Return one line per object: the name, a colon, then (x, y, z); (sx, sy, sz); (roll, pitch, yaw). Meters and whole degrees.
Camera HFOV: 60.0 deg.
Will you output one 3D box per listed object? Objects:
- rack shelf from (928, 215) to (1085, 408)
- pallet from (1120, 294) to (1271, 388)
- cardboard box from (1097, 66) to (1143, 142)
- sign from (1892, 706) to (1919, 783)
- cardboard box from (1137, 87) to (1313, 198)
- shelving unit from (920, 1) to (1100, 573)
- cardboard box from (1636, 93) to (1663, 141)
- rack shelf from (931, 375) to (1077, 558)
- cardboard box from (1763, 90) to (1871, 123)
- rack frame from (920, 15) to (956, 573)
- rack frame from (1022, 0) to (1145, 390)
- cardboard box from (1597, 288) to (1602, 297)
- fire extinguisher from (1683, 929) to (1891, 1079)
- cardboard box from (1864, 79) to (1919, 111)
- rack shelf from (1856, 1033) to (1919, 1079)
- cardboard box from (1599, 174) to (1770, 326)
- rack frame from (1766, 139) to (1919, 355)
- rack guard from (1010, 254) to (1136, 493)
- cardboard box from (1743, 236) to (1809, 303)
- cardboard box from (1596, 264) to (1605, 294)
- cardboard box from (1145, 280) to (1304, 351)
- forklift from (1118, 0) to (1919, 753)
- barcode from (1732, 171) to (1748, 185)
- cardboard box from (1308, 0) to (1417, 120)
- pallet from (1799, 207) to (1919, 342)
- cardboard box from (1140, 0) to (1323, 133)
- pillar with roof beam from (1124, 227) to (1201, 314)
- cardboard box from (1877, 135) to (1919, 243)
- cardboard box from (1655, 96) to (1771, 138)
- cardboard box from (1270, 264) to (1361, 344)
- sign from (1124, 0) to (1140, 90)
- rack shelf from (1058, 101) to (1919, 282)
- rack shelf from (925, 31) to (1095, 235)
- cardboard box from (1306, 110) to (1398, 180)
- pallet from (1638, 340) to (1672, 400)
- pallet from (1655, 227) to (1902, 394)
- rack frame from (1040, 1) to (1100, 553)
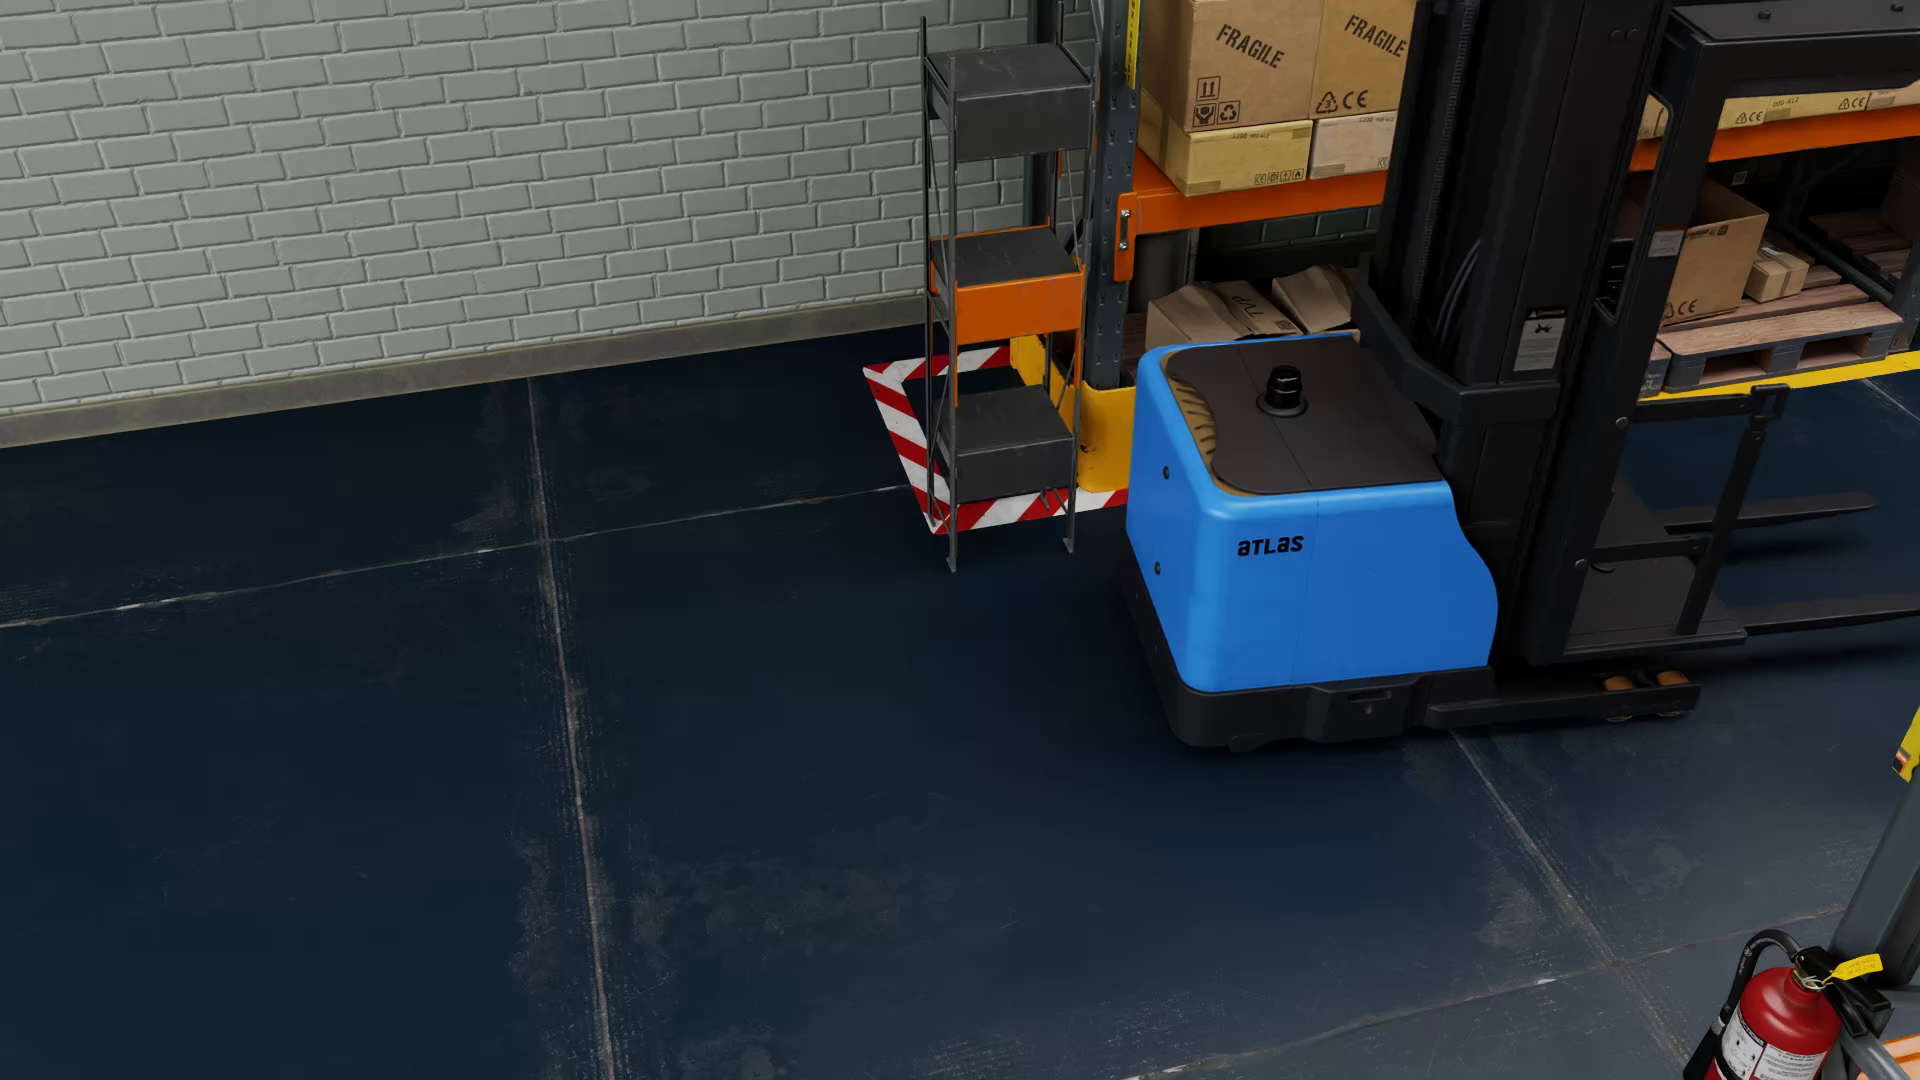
rack shelf: (0.160, -0.849, 6.154); (0.480, 0.518, 0.431); (-9, 38, -12)
pallet: (1.332, -0.751, 7.558); (1.213, 0.211, 1.003); (-9, 38, -12)
cardboard box: (0.866, -1.875, 6.839); (0.500, 0.250, 0.500); (-9, 38, -11)
sign: (1.632, 0.292, 2.751); (0.005, 0.325, 0.100); (-9, 38, -12)
cardboard box: (1.019, -1.578, 6.451); (0.500, 0.250, 0.500); (-10, 39, -13)
shelving unit: (0.160, -0.860, 6.146); (0.503, 2.100, 0.431); (-9, 38, -12)
cardboard box: (2.499, -1.824, 6.773); (0.500, 0.250, 0.500); (-9, 38, -12)
rack shelf: (0.160, -0.293, 6.580); (0.480, 0.518, 0.431); (-9, 38, -12)
cardboard box: (3.465, -1.993, 6.994); (0.500, 0.250, 0.500); (-9, 38, -12)
rack frame: (-0.076, -0.821, 6.095); (0.015, 2.100, 0.400); (-9, 38, -12)
rack frame: (0.465, -1.738, 6.554); (0.127, 3.000, 1.000); (-9, 38, -12)
cardboard box: (2.777, -1.173, 7.799); (0.250, 0.149, 0.380); (-12, 39, -16)
fire extinguisher: (1.525, 0.944, 3.111); (0.183, 0.674, 0.296); (-9, 38, -12)
cardboard box: (3.949, -2.068, 7.091); (0.500, 0.250, 0.500); (-9, 38, -12)
rack shelf: (3.691, 1.136, 3.389); (4.000, 0.370, 1.077); (-9, 38, -12)
cardboard box: (3.335, -1.366, 7.762); (0.500, 0.500, 0.500); (-12, 39, -15)
rack frame: (4.327, -2.372, 7.382); (0.127, 3.000, 1.000); (-9, 38, -12)
rack guard: (0.538, -0.758, 7.329); (0.348, 0.500, 1.175); (-9, 38, -12)
cardboard box: (3.818, -1.319, 7.975); (0.250, 0.166, 0.380); (-14, 40, -18)
cardboard box: (2.428, -1.154, 7.485); (0.500, 0.500, 0.700); (-12, 39, -15)
cardboard box: (1.157, -0.902, 7.311); (0.500, 0.311, 0.500); (-14, 39, -17)
forklift: (2.173, -0.833, 5.427); (3.031, 2.935, 1.130); (-5, 38, -6)
barcode: (3.743, -1.736, 7.983); (0.075, 0.075, 0.001); (-9, 38, -12)
cardboard box: (1.484, -1.956, 6.328); (0.500, 0.500, 0.500); (-9, 38, -12)
pallet: (5.078, -1.389, 8.392); (1.213, 0.211, 1.003); (-9, 38, -12)
cardboard box: (1.004, -1.884, 6.234); (0.500, 0.500, 0.500); (-9, 38, -12)
pillar with roof beam: (2.038, -2.214, 2.238); (0.400, 9.000, 9.100); (-9, 38, -12)
cardboard box: (5.033, -1.680, 8.173); (0.500, 0.500, 0.700); (-8, 38, -10)
cardboard box: (2.984, -1.905, 6.878); (0.500, 0.250, 0.500); (-10, 38, -12)
cardboard box: (1.707, -0.992, 7.429); (0.500, 0.311, 0.500); (-6, 38, -8)
sign: (0.607, -1.764, 5.875); (0.005, 0.325, 0.100); (-9, 38, -12)
rack shelf: (2.396, -1.769, 7.186); (4.000, 0.370, 1.077); (-9, 38, -12)
rack shelf: (0.160, -1.405, 5.729); (0.480, 0.518, 0.431); (-9, 38, -12)
cardboard box: (1.517, -1.668, 6.569); (0.500, 0.250, 0.500); (-10, 39, -13)
pallet: (2.508, -0.942, 7.808); (1.213, 0.211, 1.003); (-9, 38, -12)
pallet: (3.688, -1.137, 8.063); (1.213, 0.211, 1.003); (-9, 38, -12)
rack frame: (0.395, -0.899, 6.197); (0.015, 2.100, 0.400); (-9, 38, -12)
